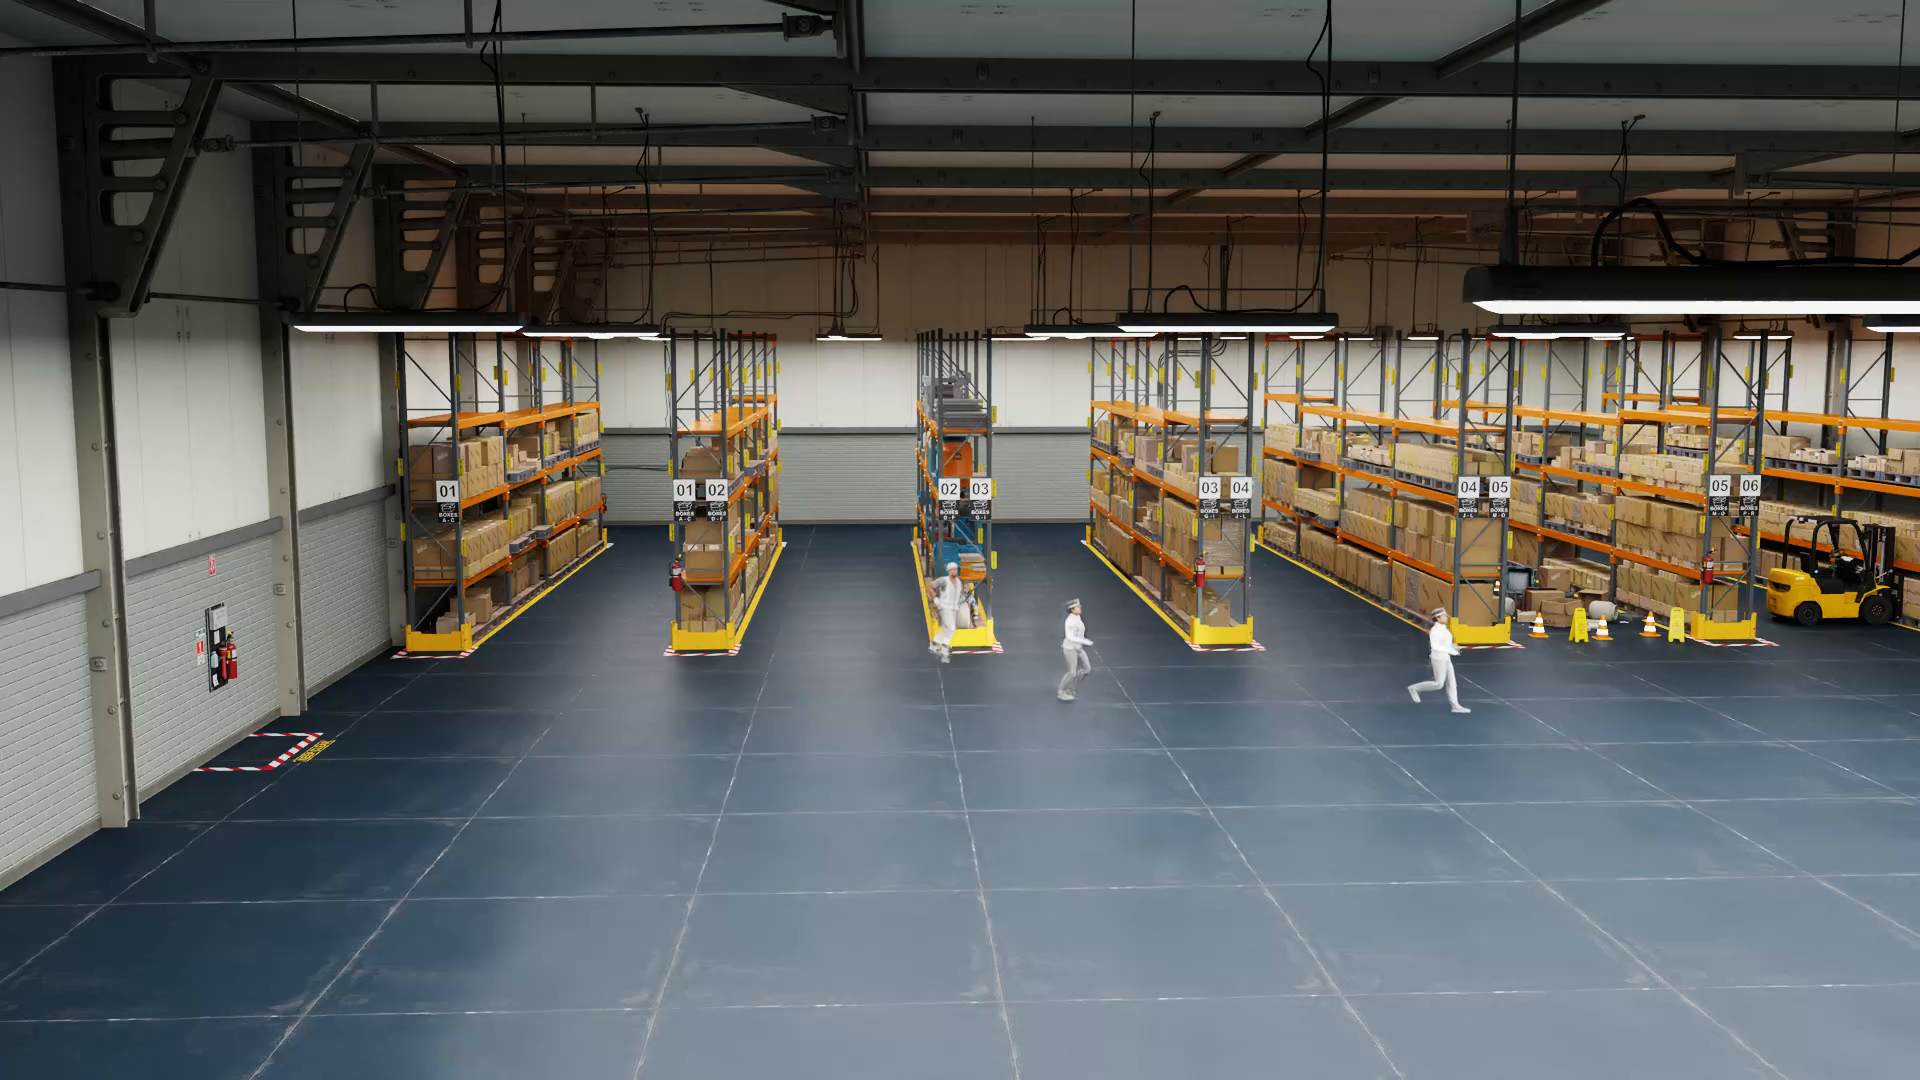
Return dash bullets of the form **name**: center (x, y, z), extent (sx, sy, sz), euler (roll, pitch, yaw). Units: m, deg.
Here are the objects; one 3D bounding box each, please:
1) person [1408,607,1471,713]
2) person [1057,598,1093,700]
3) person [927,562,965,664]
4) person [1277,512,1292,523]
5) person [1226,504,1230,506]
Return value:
- **person**: center (7.482, 1.850, 25.852), extent (0.949, 1.656, 0.630), euler (4, 8, 27)
- **person**: center (1.864, 1.753, 26.656), extent (0.618, 1.671, 0.635), euler (3, 7, 25)
- **person**: center (-0.234, 1.309, 30.244), extent (0.720, 1.821, 0.685), euler (6, 9, 43)
- **person**: center (9.652, -0.875, 49.096), extent (0.930, 1.660, 0.586), euler (-1, 7, -9)
- **person**: center (7.569, -0.866, 48.658), extent (0.951, 1.711, 0.834), euler (-2, 7, -14)
